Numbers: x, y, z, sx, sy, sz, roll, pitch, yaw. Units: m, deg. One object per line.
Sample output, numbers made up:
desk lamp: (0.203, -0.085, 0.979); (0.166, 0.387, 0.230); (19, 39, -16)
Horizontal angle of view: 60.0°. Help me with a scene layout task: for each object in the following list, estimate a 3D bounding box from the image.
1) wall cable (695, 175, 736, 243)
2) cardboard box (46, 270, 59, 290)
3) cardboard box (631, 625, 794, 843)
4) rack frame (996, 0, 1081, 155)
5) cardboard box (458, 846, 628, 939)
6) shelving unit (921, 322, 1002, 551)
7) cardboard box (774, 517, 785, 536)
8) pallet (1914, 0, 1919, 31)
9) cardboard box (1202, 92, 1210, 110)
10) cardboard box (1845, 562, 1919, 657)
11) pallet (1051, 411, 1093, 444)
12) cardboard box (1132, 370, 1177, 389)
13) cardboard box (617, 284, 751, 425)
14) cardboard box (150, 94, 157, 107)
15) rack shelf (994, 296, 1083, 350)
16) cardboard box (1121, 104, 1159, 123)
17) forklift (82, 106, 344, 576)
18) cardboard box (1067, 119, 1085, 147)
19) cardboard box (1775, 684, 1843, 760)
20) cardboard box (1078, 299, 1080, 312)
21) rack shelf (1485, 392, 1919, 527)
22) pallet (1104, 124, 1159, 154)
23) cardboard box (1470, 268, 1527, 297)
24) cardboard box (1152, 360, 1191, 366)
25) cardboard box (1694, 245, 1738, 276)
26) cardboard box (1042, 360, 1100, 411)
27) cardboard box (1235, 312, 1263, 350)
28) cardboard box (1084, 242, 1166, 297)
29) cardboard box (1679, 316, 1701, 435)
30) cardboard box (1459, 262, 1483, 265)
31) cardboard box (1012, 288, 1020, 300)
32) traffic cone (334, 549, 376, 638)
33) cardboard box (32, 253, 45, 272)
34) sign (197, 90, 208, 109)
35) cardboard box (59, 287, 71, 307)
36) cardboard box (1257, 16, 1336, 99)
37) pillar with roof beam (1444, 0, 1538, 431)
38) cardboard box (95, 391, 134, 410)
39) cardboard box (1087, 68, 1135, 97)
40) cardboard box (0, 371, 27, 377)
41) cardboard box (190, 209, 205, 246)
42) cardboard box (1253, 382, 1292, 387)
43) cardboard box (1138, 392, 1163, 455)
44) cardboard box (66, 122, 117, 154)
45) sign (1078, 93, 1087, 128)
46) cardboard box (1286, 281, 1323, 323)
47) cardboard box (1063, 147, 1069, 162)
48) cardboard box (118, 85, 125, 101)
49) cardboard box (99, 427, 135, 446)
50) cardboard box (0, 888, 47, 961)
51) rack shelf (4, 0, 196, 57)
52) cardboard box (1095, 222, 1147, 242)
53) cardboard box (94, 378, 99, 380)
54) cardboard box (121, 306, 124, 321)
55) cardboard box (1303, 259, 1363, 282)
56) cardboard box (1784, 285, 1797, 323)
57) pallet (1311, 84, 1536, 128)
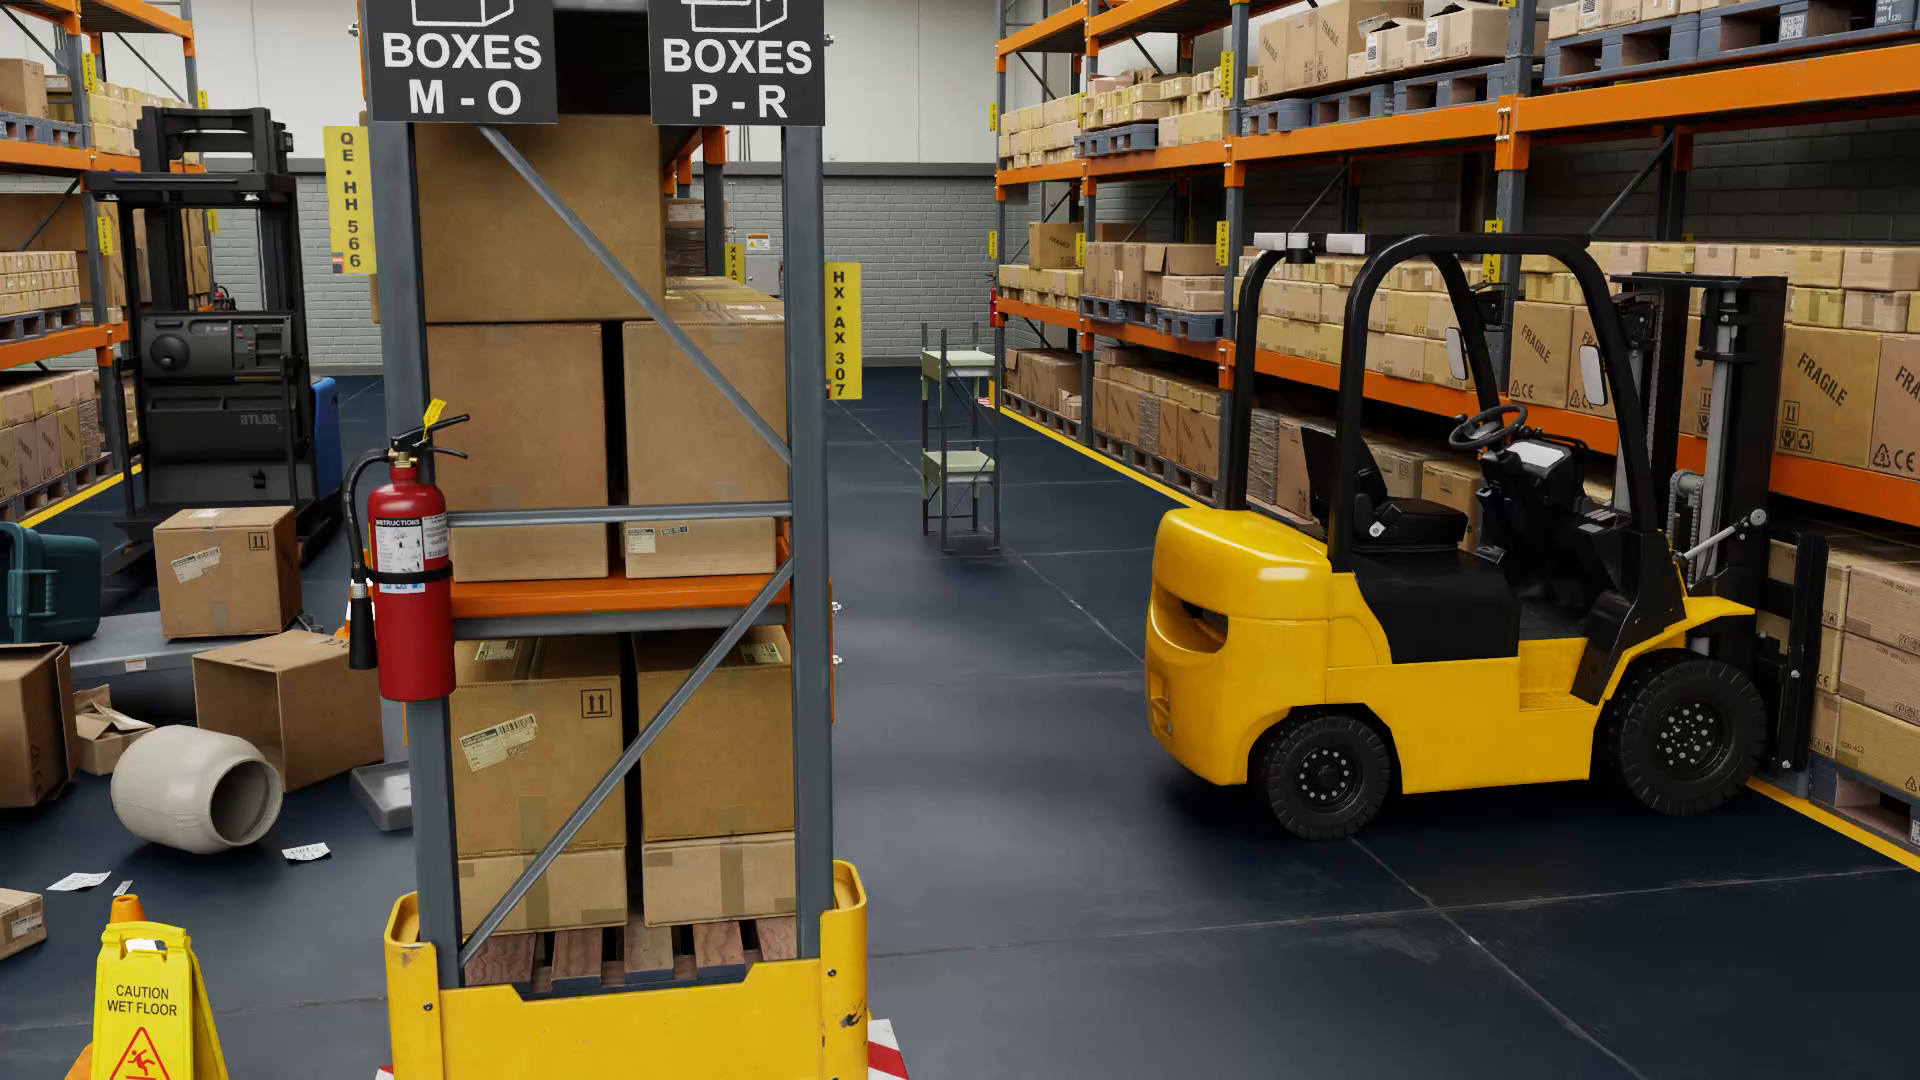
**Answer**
wall cable: (-3.662, -4.575, 24.995); (0.588, 1.984, 0.122); (-2, 11, -11)
cardboard box: (-7.620, -2.126, 13.599); (0.380, 0.149, 0.250); (-2, 11, -9)
cardboard box: (-0.710, 0.559, 4.962); (0.500, 0.500, 0.500); (-3, 11, -13)
rack frame: (0.937, -6.117, 19.770); (1.000, 3.000, 0.127); (-2, 11, -11)
cardboard box: (-1.245, 0.947, 4.930); (0.500, 0.250, 0.500); (-2, 11, -11)
shelving unit: (0.001, -0.736, 11.550); (0.431, 1.500, 0.755); (-2, 11, -11)
cardboard box: (-0.717, -0.098, 4.863); (0.380, 0.149, 0.250); (-2, 11, -13)
pallet: (3.937, -1.797, 5.327); (1.003, 0.211, 1.213); (-2, 11, -11)
cardboard box: (2.131, -3.452, 13.126); (0.380, 0.149, 0.250); (-2, 11, -10)
cardboard box: (3.549, 0.251, 5.913); (0.500, 0.250, 0.500); (-2, 11, -10)
pallet: (1.583, -1.193, 17.399); (1.003, 0.211, 1.213); (-2, 11, -11)
cardboard box: (1.794, -1.467, 15.207); (0.380, 0.149, 0.250); (-2, 11, -11)
cardboard box: (-1.054, -0.722, 6.404); (0.500, 0.500, 0.500); (-2, 11, -9)
cardboard box: (-8.196, -4.346, 16.481); (0.380, 0.149, 0.250); (-2, 11, -10)
rack shelf: (1.326, -2.450, 18.471); (1.077, 0.370, 4.000); (-2, 11, -11)
cardboard box: (1.625, -3.739, 14.577); (0.380, 0.149, 0.250); (-2, 11, -10)
forklift: (-4.846, -1.310, 10.739); (1.130, 2.935, 3.031); (-2, 11, -10)
cardboard box: (1.376, -4.062, 16.599); (0.500, 0.250, 0.500); (-2, 11, -11)
cardboard box: (3.472, 0.650, 6.488); (0.500, 0.250, 0.500); (-2, 11, -10)
cardboard box: (1.406, -2.363, 16.759); (0.380, 0.149, 0.250); (-2, 11, -10)
rack shelf: (3.660, -0.249, 6.908); (1.077, 0.370, 4.000); (-2, 11, -11)
pallet: (1.978, -3.506, 14.573); (1.213, 0.211, 1.003); (-2, 11, -11)
cardboard box: (2.987, -1.392, 8.984); (0.380, 0.149, 0.250); (-2, 11, -9)
cardboard box: (2.070, -1.677, 16.311); (0.380, 0.149, 0.250); (-3, 11, -13)
cardboard box: (3.371, -1.181, 7.080); (0.380, 0.149, 0.250); (-2, 11, -11)
cardboard box: (1.293, -1.684, 18.086); (0.700, 0.500, 0.500); (-3, 11, -13)
cardboard box: (2.340, -1.539, 12.162); (0.500, 0.250, 0.500); (-2, 11, -11)
cardboard box: (1.590, -2.595, 15.919); (0.700, 0.500, 0.500); (-2, 11, -10)
cardboard box: (3.319, -0.740, 7.294); (0.500, 0.500, 0.500); (-2, 11, -12)
cardboard box: (3.217, -1.645, 10.316); (0.380, 0.149, 0.250); (-2, 11, -11)
cardboard box: (0.827, -2.932, 19.749); (0.380, 0.149, 0.250); (-2, 11, -10)
traffic cone: (-3.211, 0.281, 8.980); (0.336, 0.463, 0.334); (-2, 11, -11)
cardboard box: (-7.566, -2.221, 13.299); (0.380, 0.149, 0.250); (-2, 11, -11)
sign: (-8.218, -4.716, 18.059); (0.100, 0.325, 0.005); (-2, 11, -11)
cardboard box: (-7.666, -2.027, 13.870); (0.380, 0.149, 0.250); (-2, 11, -11)
cardboard box: (2.395, -3.339, 11.539); (0.500, 0.500, 0.500); (-2, 11, -11)
pillar with roof beam: (-0.592, -4.287, 10.154); (9.100, 9.000, 0.400); (-2, 11, -11)
cardboard box: (-7.848, -1.278, 15.301); (0.380, 0.149, 0.250); (-2, 11, -8)
cardboard box: (1.431, -4.324, 15.747); (0.396, 0.266, 0.258); (-2, 11, -12)
cardboard box: (-8.104, -1.259, 13.843); (0.500, 0.250, 0.500); (-3, 11, -14)
cardboard box: (-8.434, -3.402, 17.812); (0.500, 0.500, 0.500); (-2, 11, -12)
cardboard box: (2.583, -1.253, 14.083); (0.380, 0.149, 0.250); (-3, 11, -14)
cardboard box: (1.889, -1.034, 14.668); (0.500, 0.500, 0.500); (-3, 11, -13)
cardboard box: (-7.820, -3.551, 14.711); (0.500, 0.250, 0.500); (-2, 11, -8)
sign: (1.185, -4.143, 16.037); (0.100, 0.325, 0.005); (-2, 11, -11)
cardboard box: (2.520, -1.596, 11.125); (0.500, 0.250, 0.500); (-2, 11, -12)
cardboard box: (1.267, -3.937, 17.006); (0.380, 0.149, 0.250); (-2, 11, -9)
cardboard box: (-8.009, -4.152, 15.461); (0.380, 0.149, 0.250); (-2, 11, -13)
cardboard box: (-7.744, -0.941, 15.121); (0.380, 0.149, 0.250); (-3, 11, -13)
cardboard box: (-3.055, 1.179, 5.104); (0.380, 0.149, 0.250); (4, 11, 18)
rack shelf: (-8.378, -5.016, 15.915); (1.077, 0.370, 4.000); (-2, 11, -11)
cardboard box: (1.687, -3.160, 17.878); (0.500, 0.500, 0.500); (-2, 11, -13)
cardboard box: (-8.723, -1.540, 16.673); (0.380, 0.149, 0.250); (-2, 11, -10)
cardboard box: (-7.949, -2.089, 15.322); (0.380, 0.149, 0.250); (-3, 11, -14)
cardboard box: (2.536, -1.814, 11.203); (0.380, 0.149, 0.250); (-2, 11, -10)
cardboard box: (3.473, -0.940, 6.613); (0.380, 0.149, 0.250); (-2, 11, -11)
pallet: (2.933, -2.758, 10.645); (1.003, 0.211, 1.213); (-2, 11, -8)
